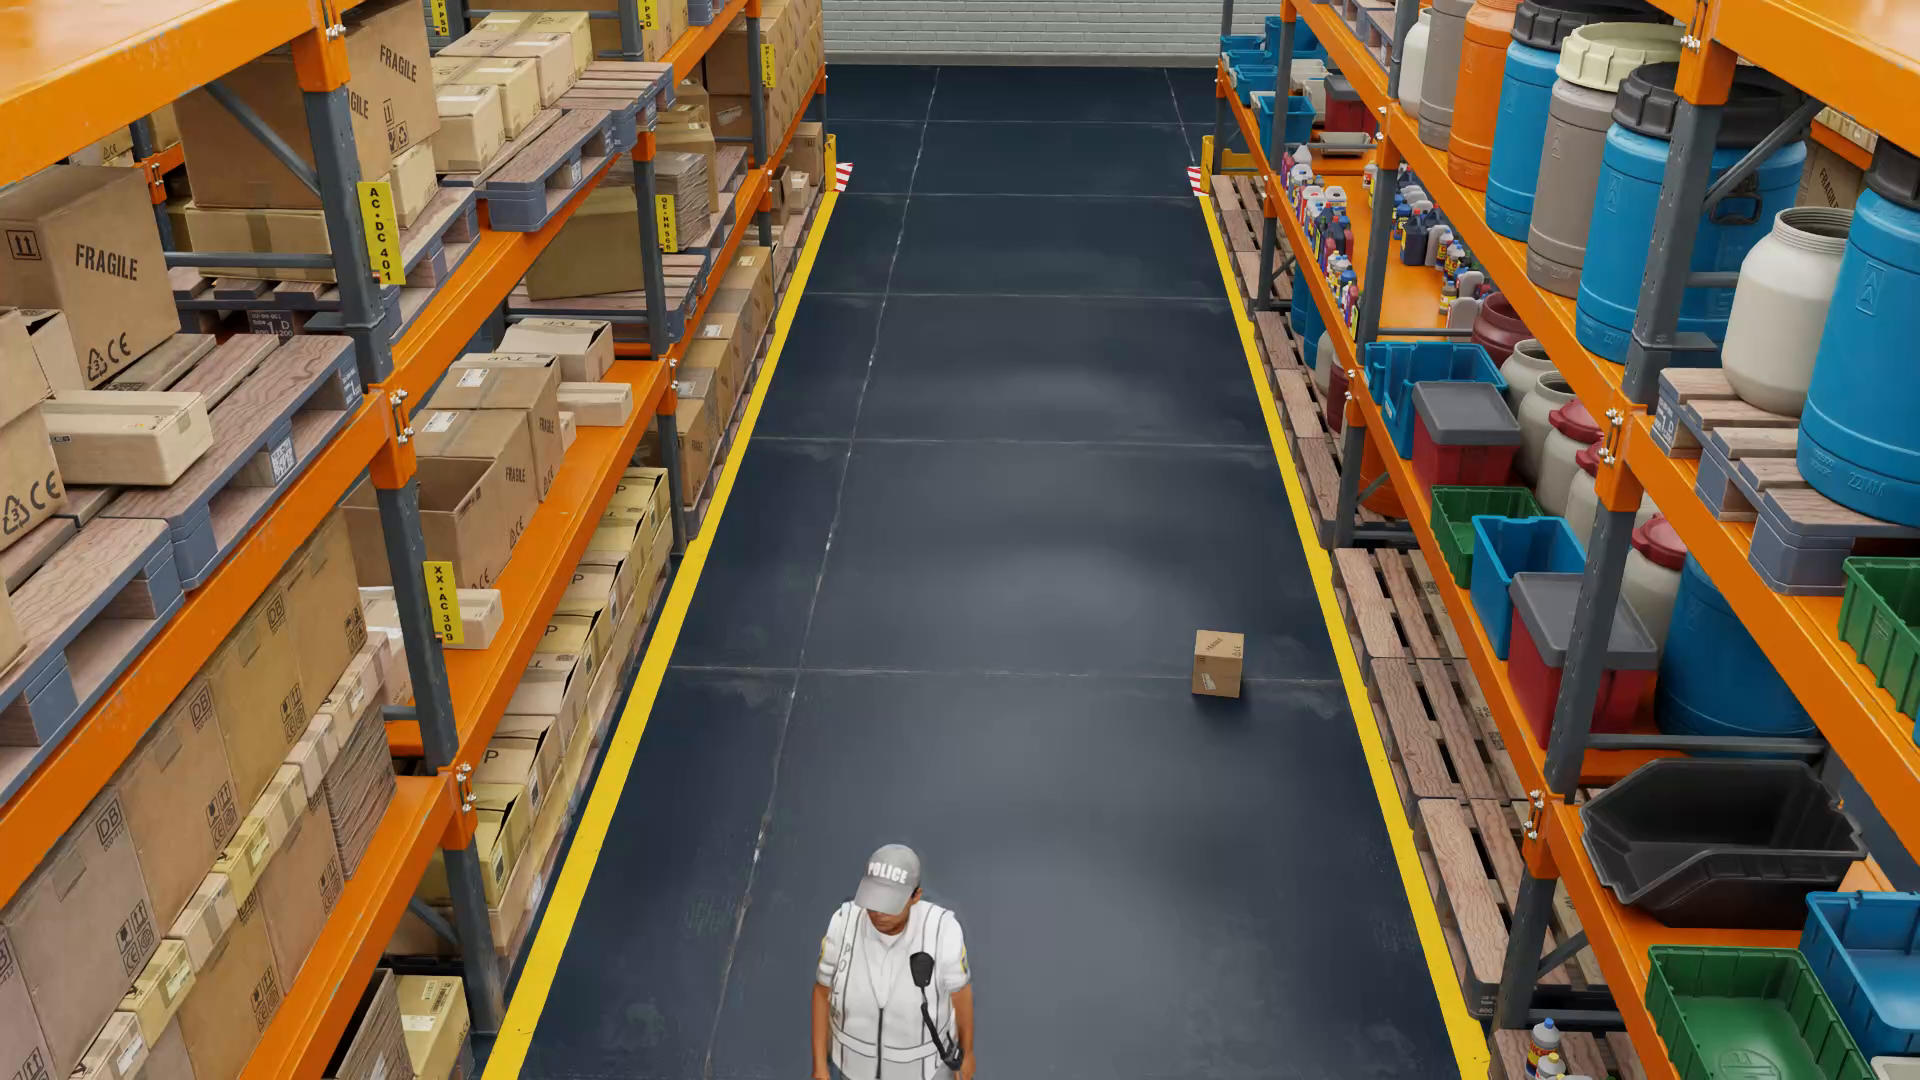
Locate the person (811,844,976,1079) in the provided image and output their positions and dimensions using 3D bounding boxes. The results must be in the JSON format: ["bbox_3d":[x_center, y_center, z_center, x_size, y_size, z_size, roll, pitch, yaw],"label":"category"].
[{"bbox_3d":[-0.228,1.735,5.418,0.514,1.734,0.605,6,29,12],"label":"person"}]
